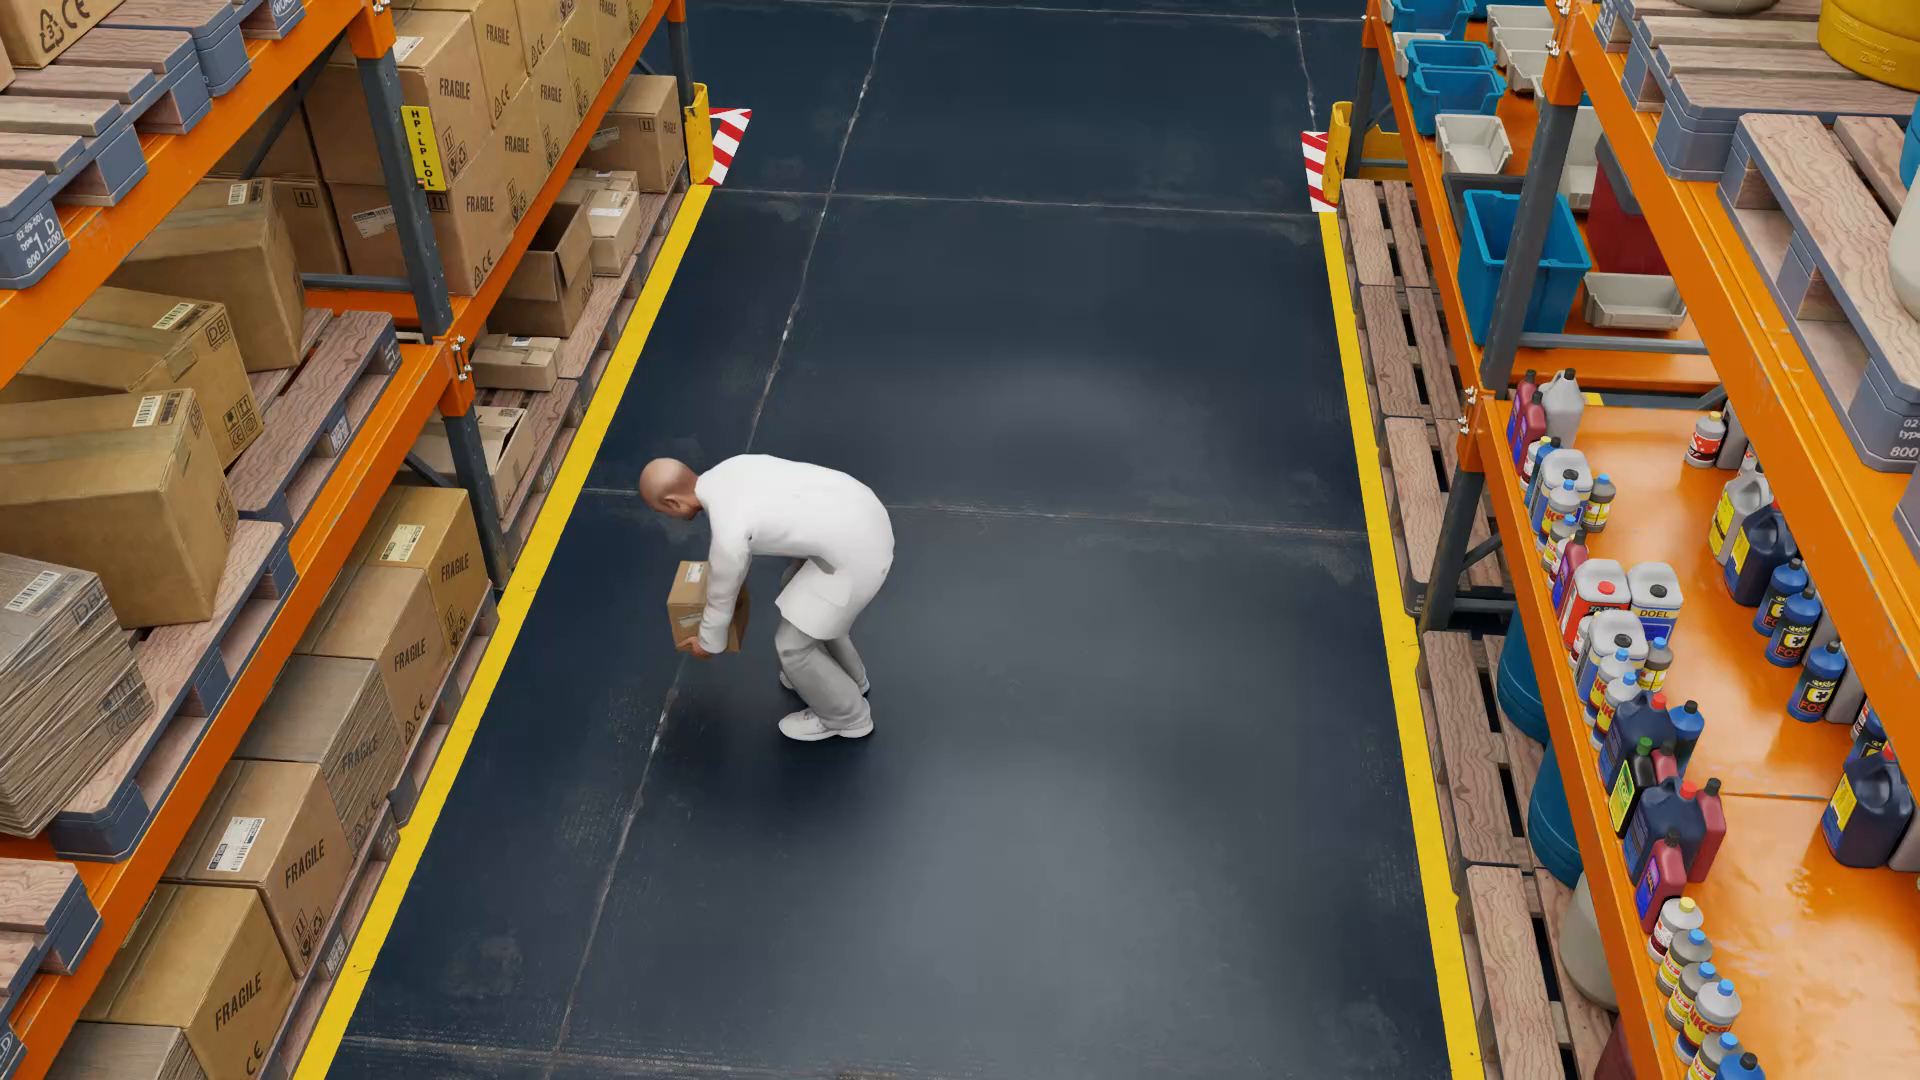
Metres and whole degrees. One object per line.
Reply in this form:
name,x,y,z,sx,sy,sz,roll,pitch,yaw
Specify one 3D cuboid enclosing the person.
person,-0.705,0.197,6.357,0.922,1.233,0.572,2,40,2
